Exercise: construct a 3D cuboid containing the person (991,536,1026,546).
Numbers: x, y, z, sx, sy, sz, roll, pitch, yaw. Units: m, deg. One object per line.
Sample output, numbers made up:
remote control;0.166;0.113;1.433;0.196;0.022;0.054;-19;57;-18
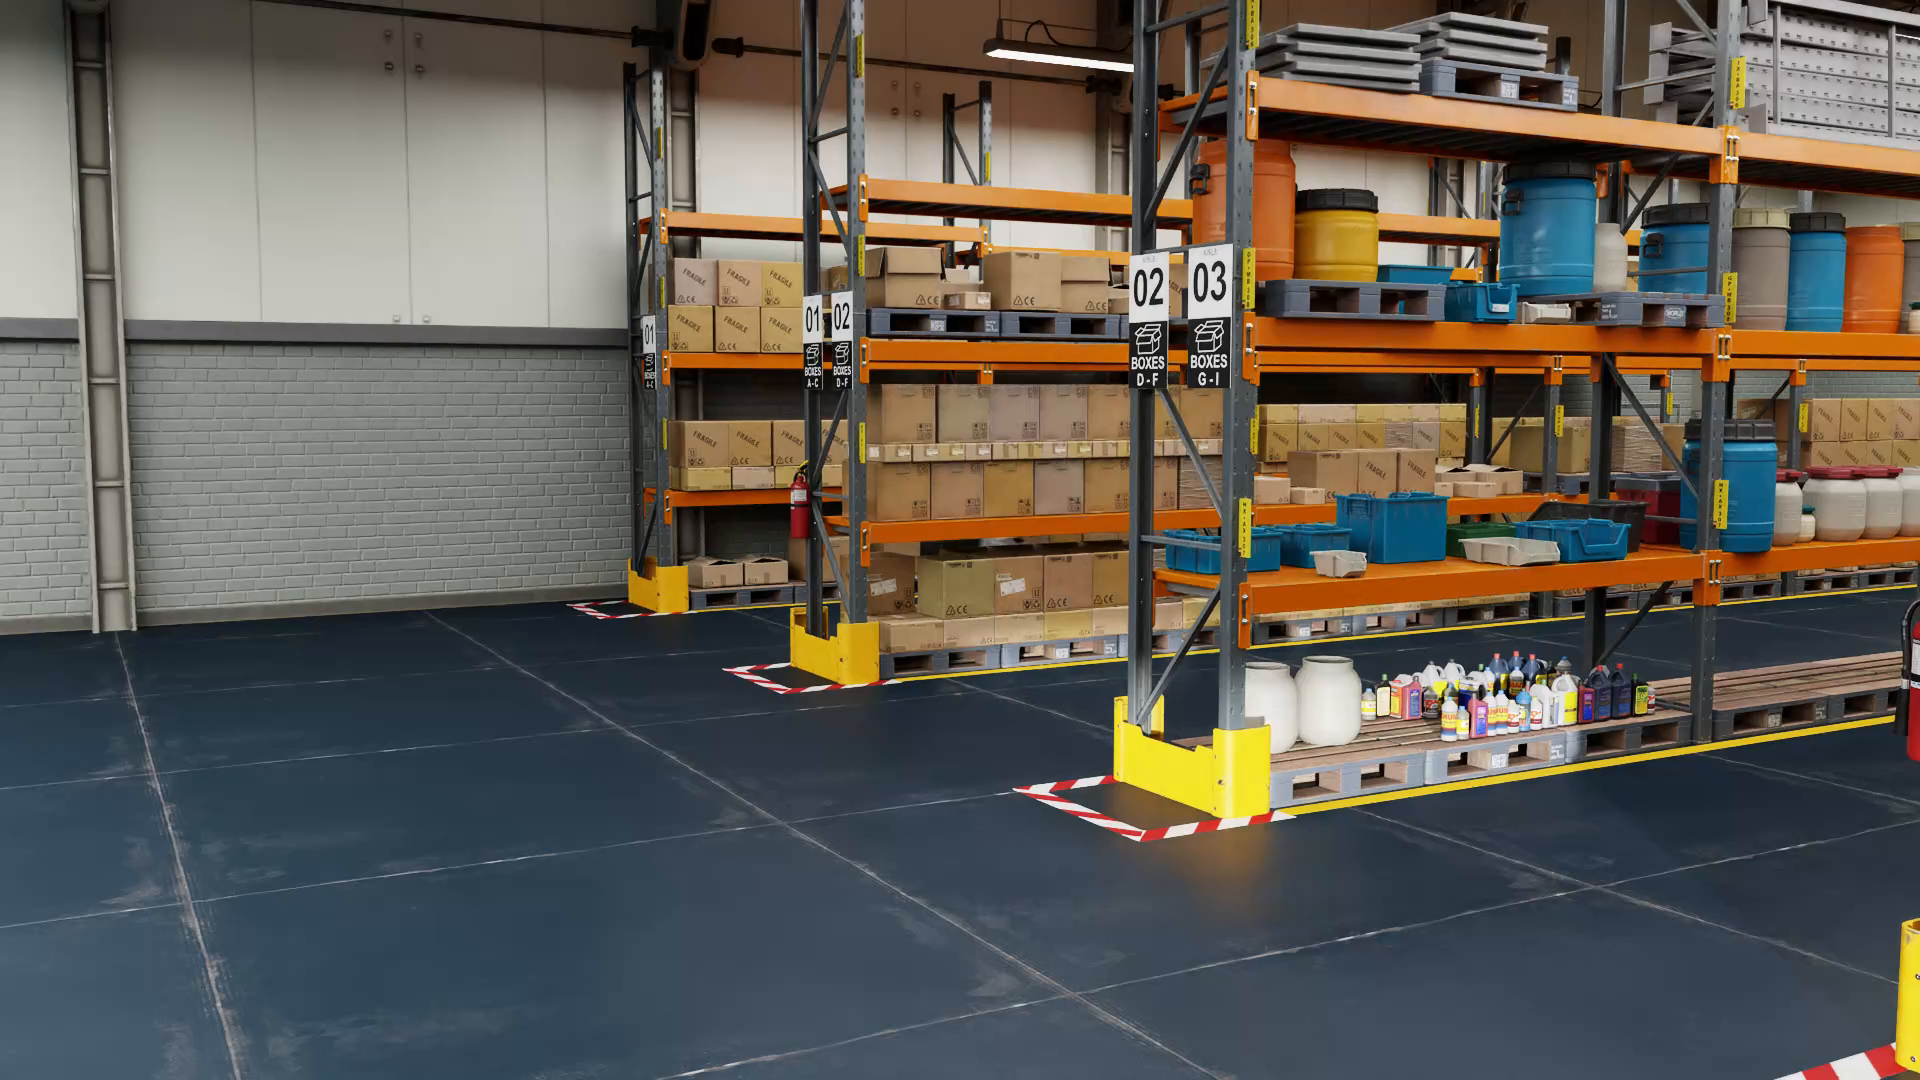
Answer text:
person;0.524;-0.117;18.510;0.506;1.701;0.485;1;5;6
